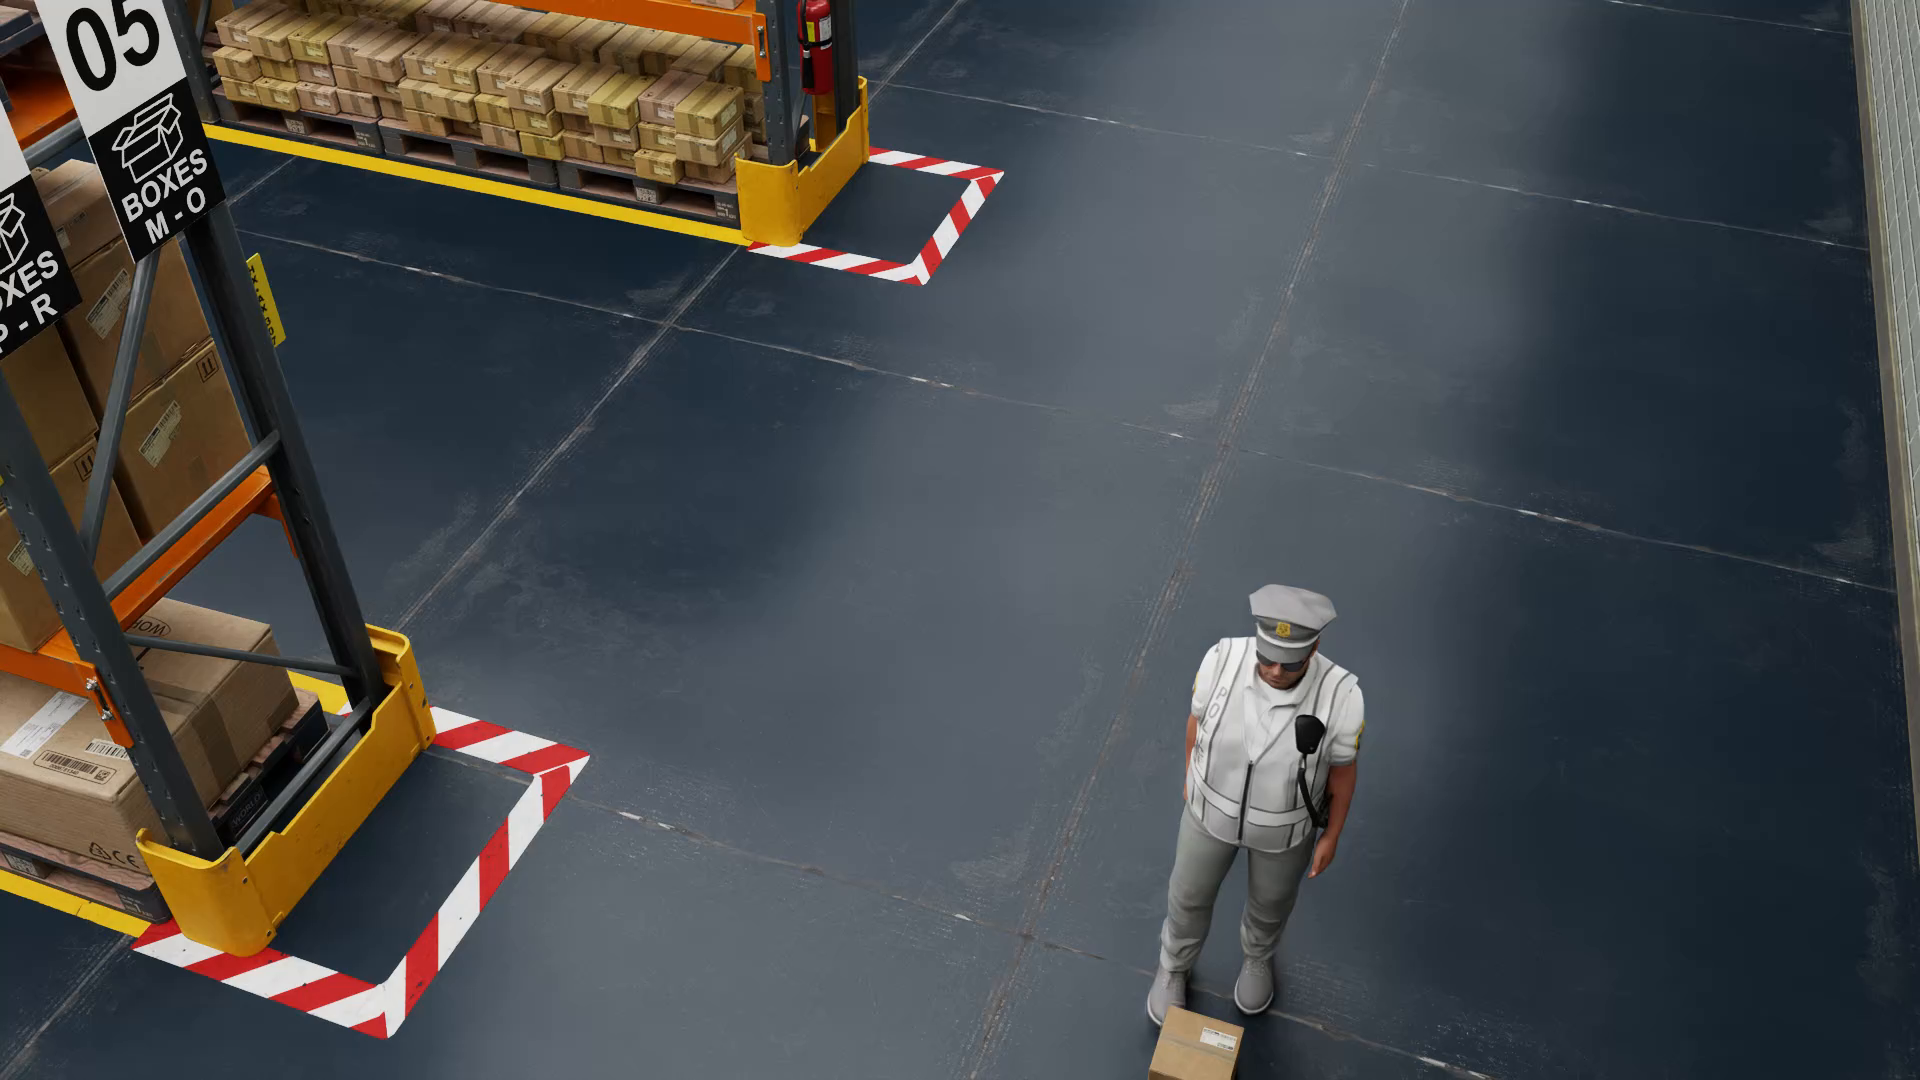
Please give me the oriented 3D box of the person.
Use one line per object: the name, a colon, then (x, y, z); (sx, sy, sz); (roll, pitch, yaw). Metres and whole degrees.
person: (0.911, 0.870, 5.151); (0.538, 1.759, 0.516); (14, 43, 16)
